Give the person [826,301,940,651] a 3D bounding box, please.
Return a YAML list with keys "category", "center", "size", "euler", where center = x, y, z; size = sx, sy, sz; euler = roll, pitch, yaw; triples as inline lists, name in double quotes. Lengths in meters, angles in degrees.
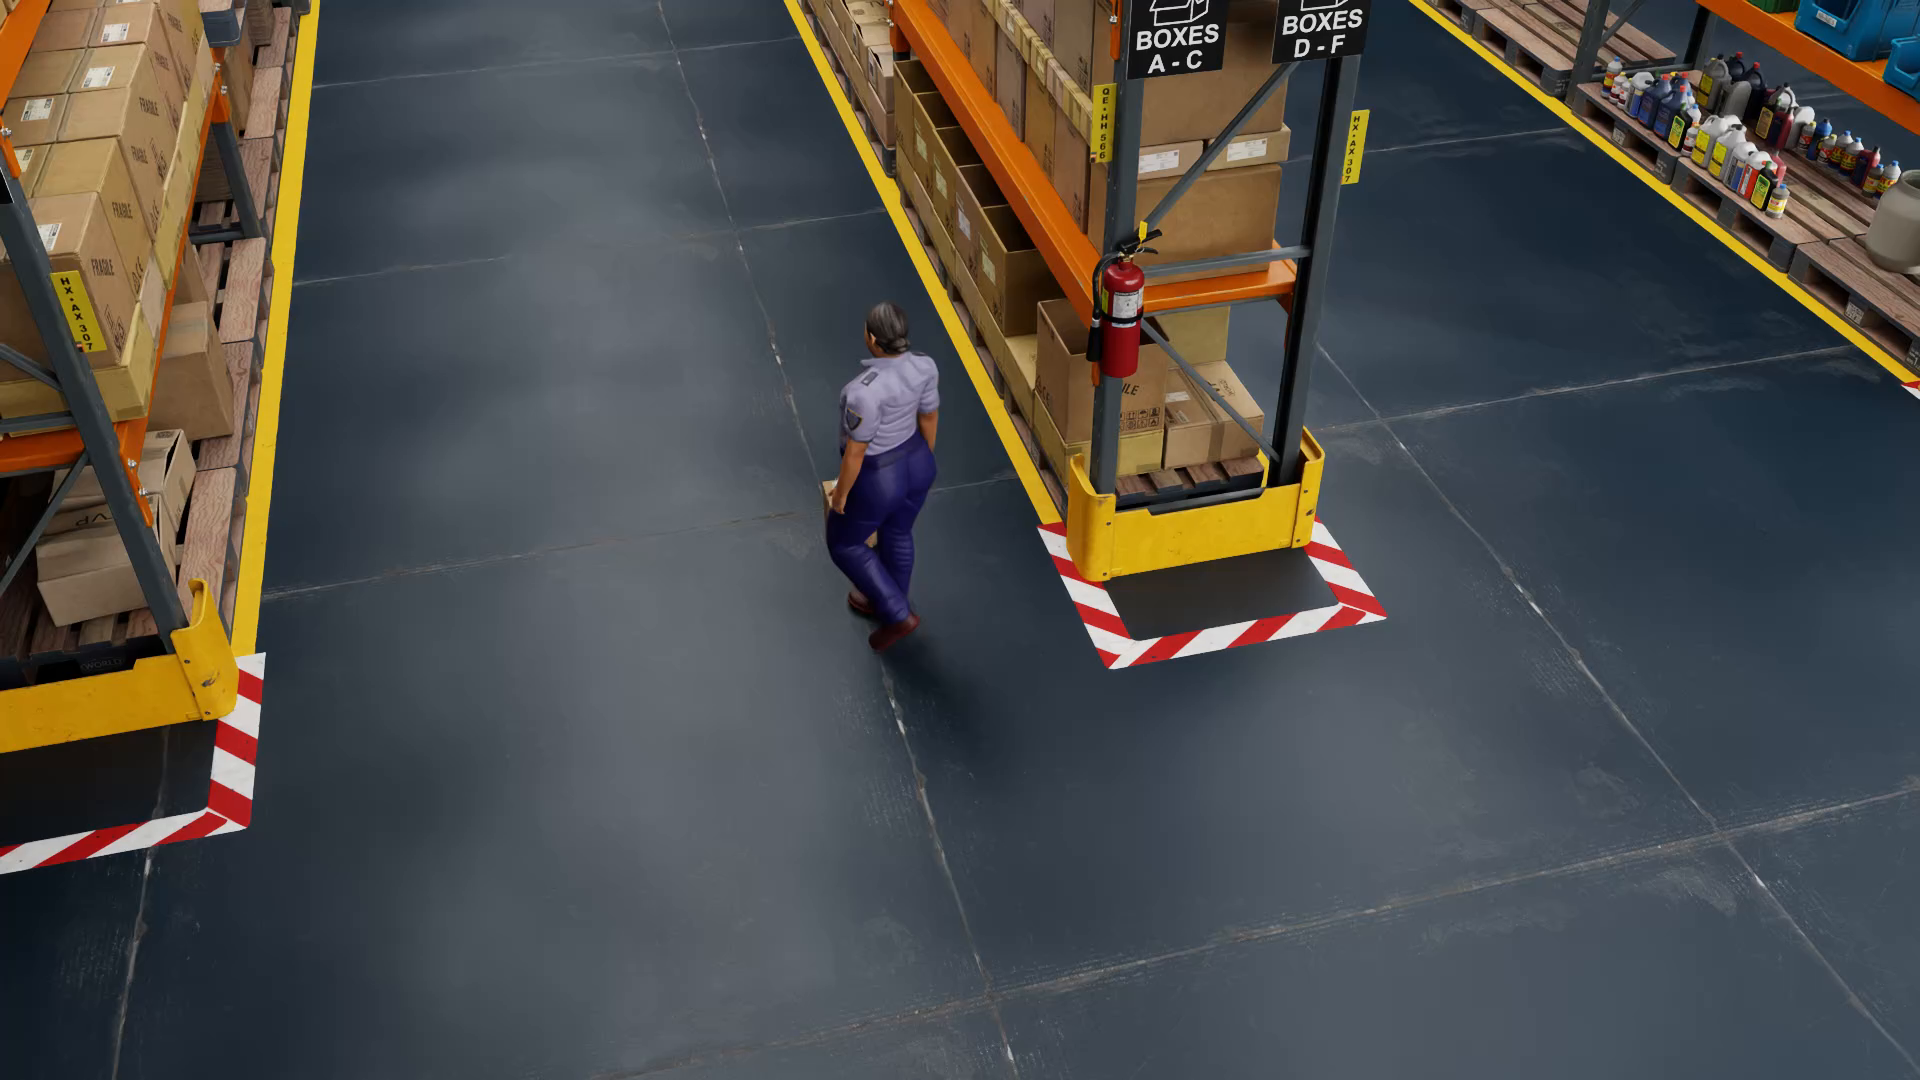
- category: "person"
  center: [-0.307, -0.271, 7.052]
  size: [0.517, 1.644, 0.496]
  euler: [29, 47, 31]
